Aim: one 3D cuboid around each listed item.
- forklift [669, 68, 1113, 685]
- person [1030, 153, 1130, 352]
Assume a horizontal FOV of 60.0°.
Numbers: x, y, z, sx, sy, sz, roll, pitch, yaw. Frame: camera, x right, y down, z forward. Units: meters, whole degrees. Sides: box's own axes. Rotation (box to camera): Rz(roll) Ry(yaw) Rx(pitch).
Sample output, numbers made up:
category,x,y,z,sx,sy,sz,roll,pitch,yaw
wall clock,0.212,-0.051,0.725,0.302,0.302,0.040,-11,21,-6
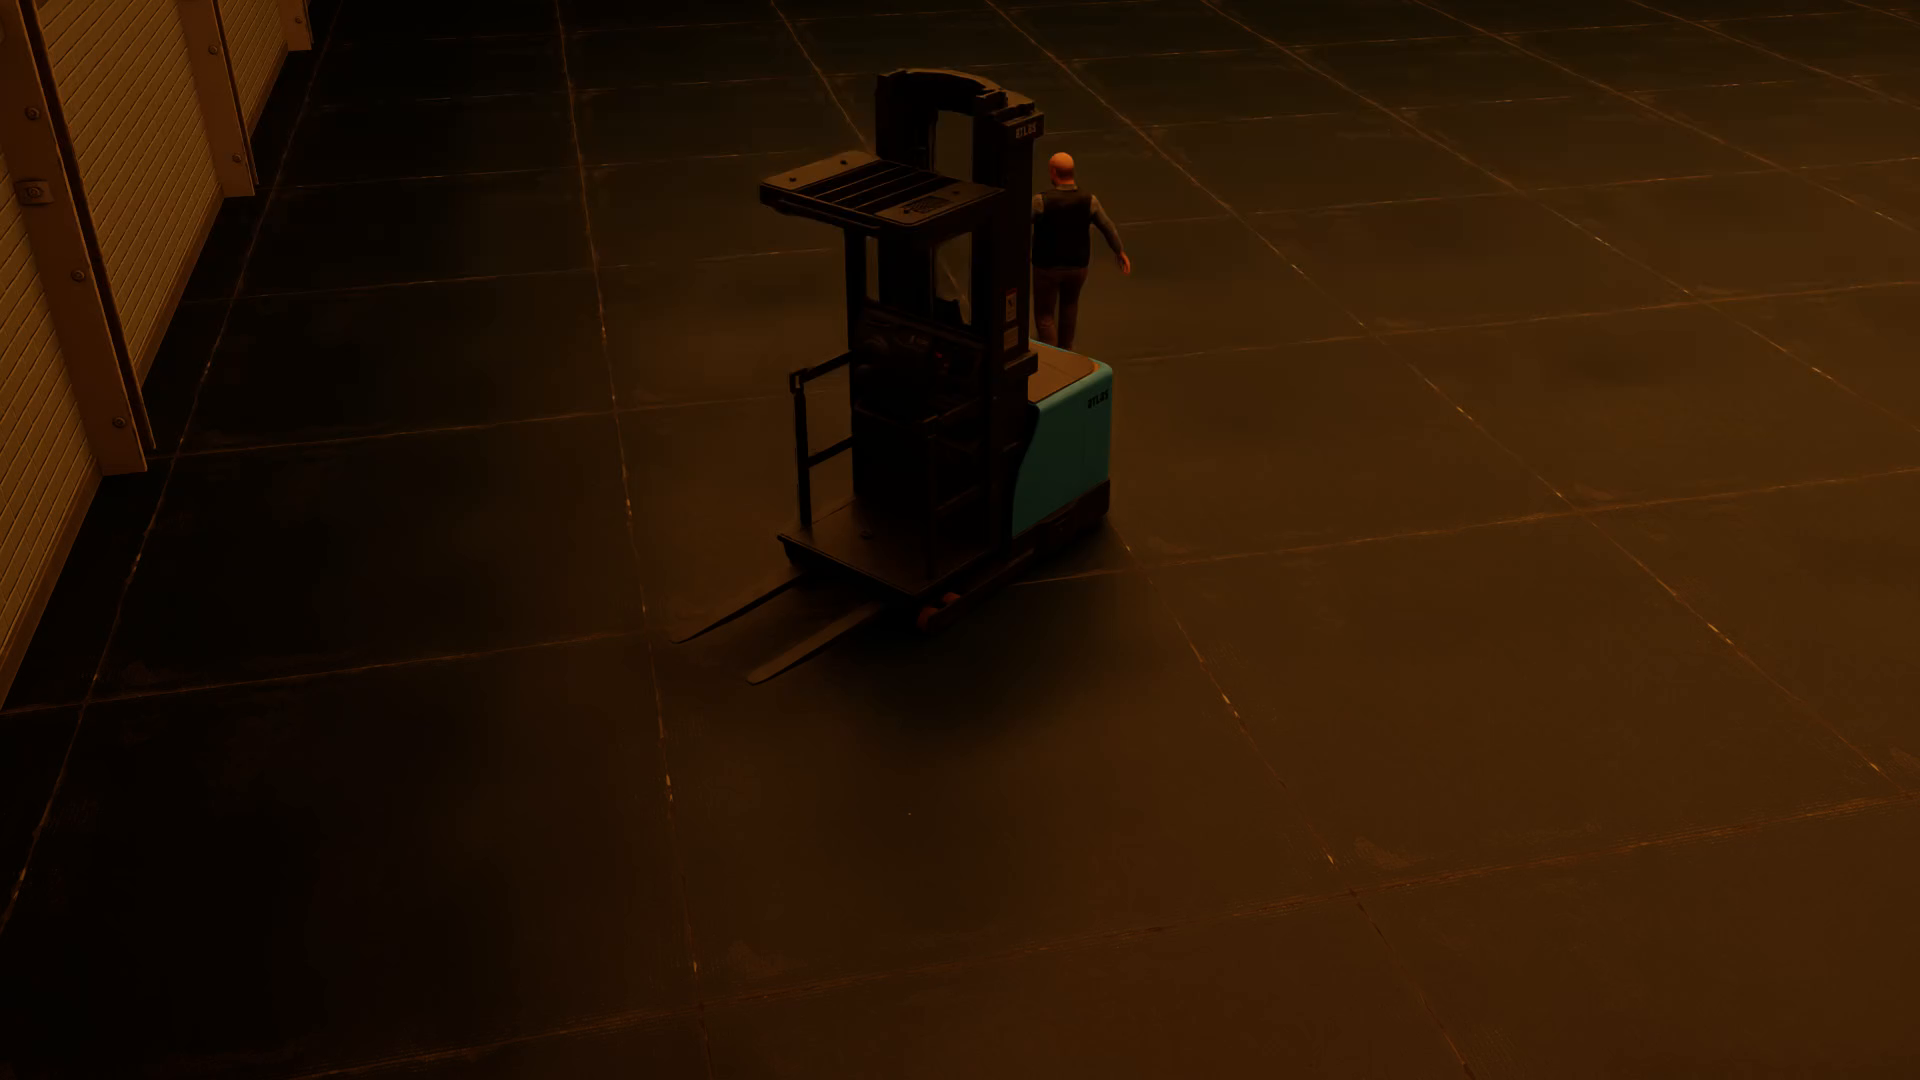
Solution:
category,x,y,z,sx,sy,sz,roll,pitch,yaw
forklift,-0.373,-1.004,9.309,1.130,2.935,3.031,23,37,34
person,0.756,-2.074,12.423,0.974,1.715,0.700,-6,31,-10
